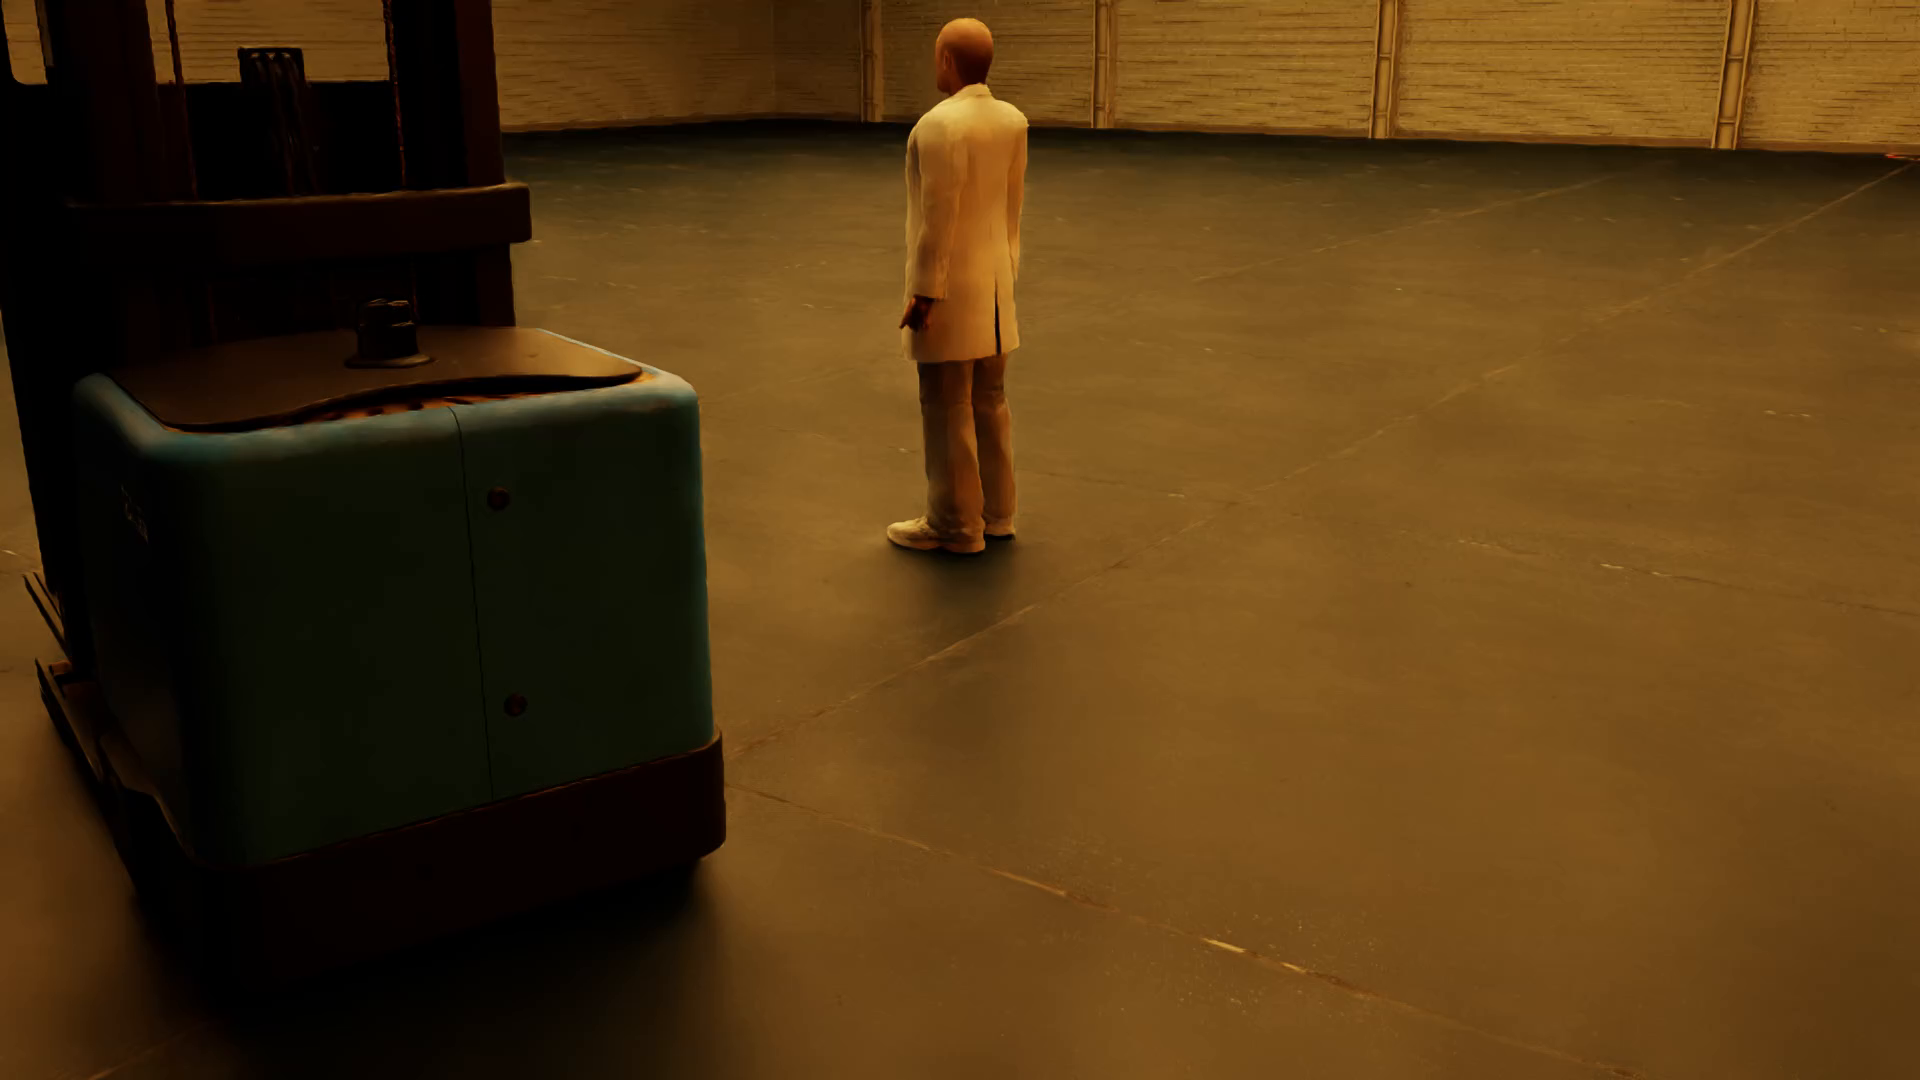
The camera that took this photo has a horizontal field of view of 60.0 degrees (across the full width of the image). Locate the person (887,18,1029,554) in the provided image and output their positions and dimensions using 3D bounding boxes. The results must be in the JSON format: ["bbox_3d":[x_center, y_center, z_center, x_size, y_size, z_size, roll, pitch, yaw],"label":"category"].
[{"bbox_3d":[-0.023,-0.858,5.706,0.377,1.783,0.558,11,20,33],"label":"person"}]

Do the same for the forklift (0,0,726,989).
[{"bbox_3d":[-1.766,-0.954,4.024,1.130,2.935,3.031,-12,20,-34],"label":"forklift"}]
